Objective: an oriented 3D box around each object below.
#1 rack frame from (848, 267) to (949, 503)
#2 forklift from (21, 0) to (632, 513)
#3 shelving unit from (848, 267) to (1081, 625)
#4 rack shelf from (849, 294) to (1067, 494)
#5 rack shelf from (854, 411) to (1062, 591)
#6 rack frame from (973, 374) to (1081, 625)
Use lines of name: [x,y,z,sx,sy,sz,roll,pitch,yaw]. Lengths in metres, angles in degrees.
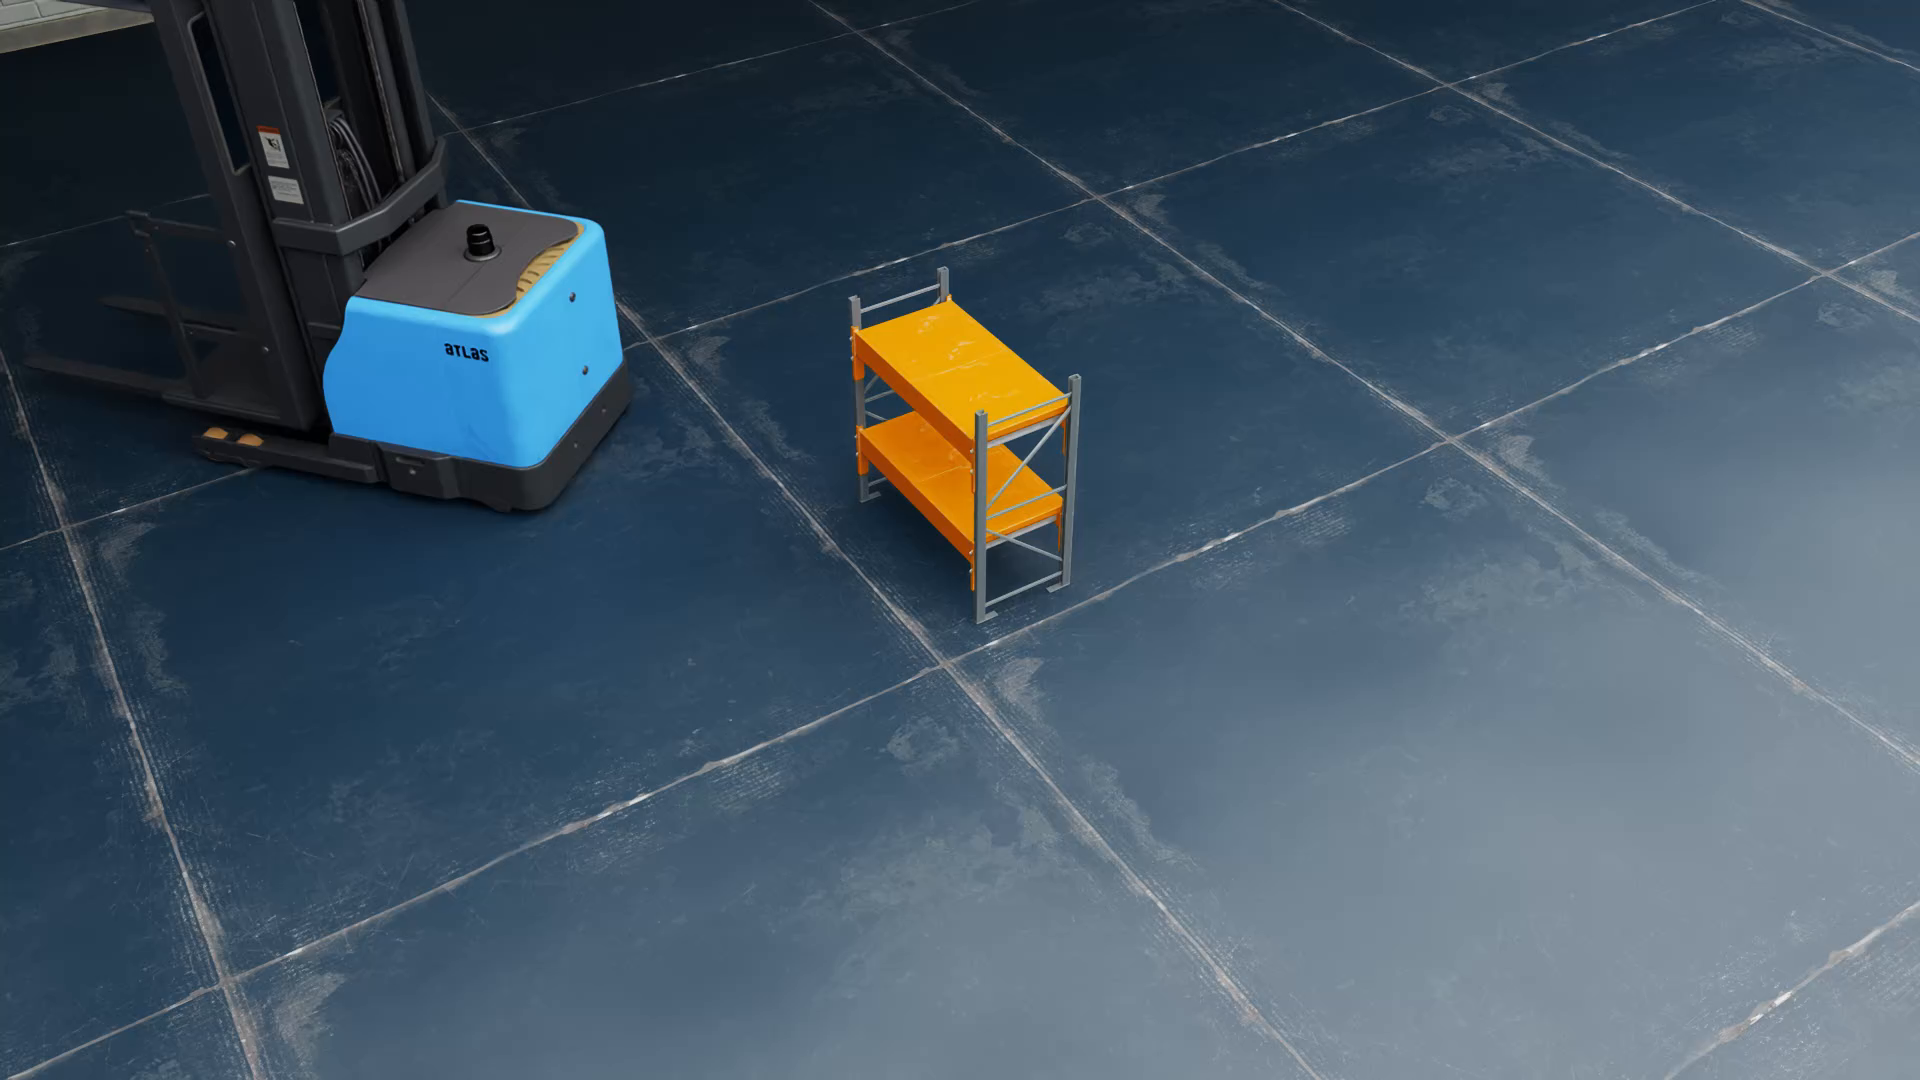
rack frame: [-0.270,-0.703,7.715,0.500,1.125,0.032,-22,45,-24]
forklift: [-3.252,-1.791,7.609,3.031,2.935,1.130,11,41,13]
shelving unit: [0.004,-0.428,7.386,0.538,1.125,1.048,-22,45,-24]
rack shelf: [0.004,-0.653,7.198,0.538,0.278,1.000,-22,45,-24]
rack shelf: [0.004,-0.241,7.542,0.538,0.278,1.000,-22,45,-24]
rack frame: [0.277,-0.154,7.056,0.500,1.125,0.032,-22,45,-24]
